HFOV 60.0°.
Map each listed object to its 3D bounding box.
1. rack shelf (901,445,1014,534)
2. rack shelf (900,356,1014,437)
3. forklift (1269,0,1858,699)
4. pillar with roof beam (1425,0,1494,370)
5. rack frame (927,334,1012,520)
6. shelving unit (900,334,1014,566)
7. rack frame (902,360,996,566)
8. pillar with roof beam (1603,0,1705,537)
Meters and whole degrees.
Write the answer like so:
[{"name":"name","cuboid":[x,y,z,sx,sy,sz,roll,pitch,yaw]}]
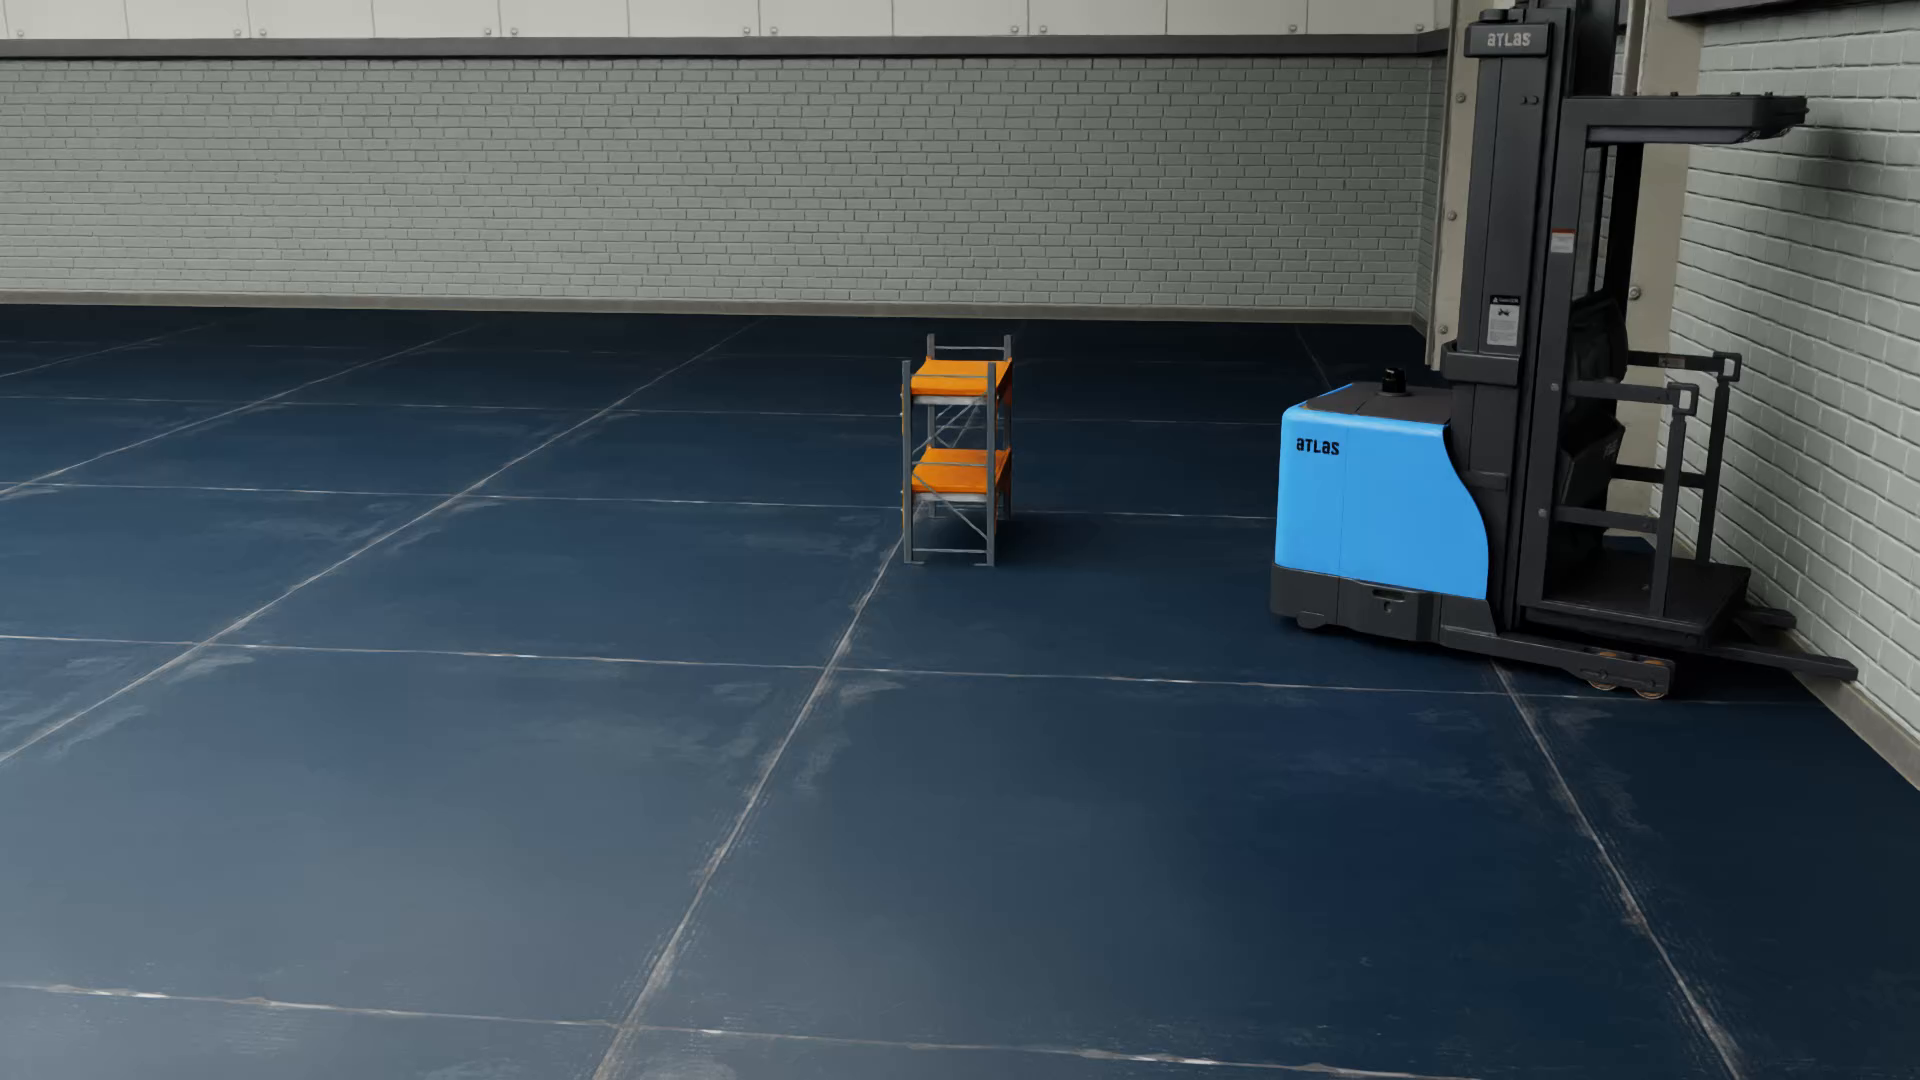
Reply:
[{"name":"rack shelf","cuboid":[-0.001,-0.305,9.573,0.538,0.278,1.000,2,15,6]},{"name":"rack shelf","cuboid":[-0.001,-0.824,9.432,0.538,0.278,1.000,2,15,6]},{"name":"forklift","cuboid":[3.021,-0.889,7.336,3.031,2.935,1.130,10,18,32]},{"name":"pillar with roof beam","cuboid":[0.298,-6.103,14.991,9.100,9.000,0.400,2,15,6]},{"name":"rack frame","cuboid":[0.057,-0.673,9.996,0.500,1.125,0.032,2,15,6]},{"name":"shelving unit","cuboid":[-0.001,-0.541,9.509,0.538,1.125,1.048,2,15,6]},{"name":"rack frame","cuboid":[-0.058,-0.409,9.021,0.500,1.125,0.032,2,15,6]},{"name":"pillar with roof beam","cuboid":[-0.379,-4.546,9.236,9.100,9.000,0.400,2,15,6]}]
